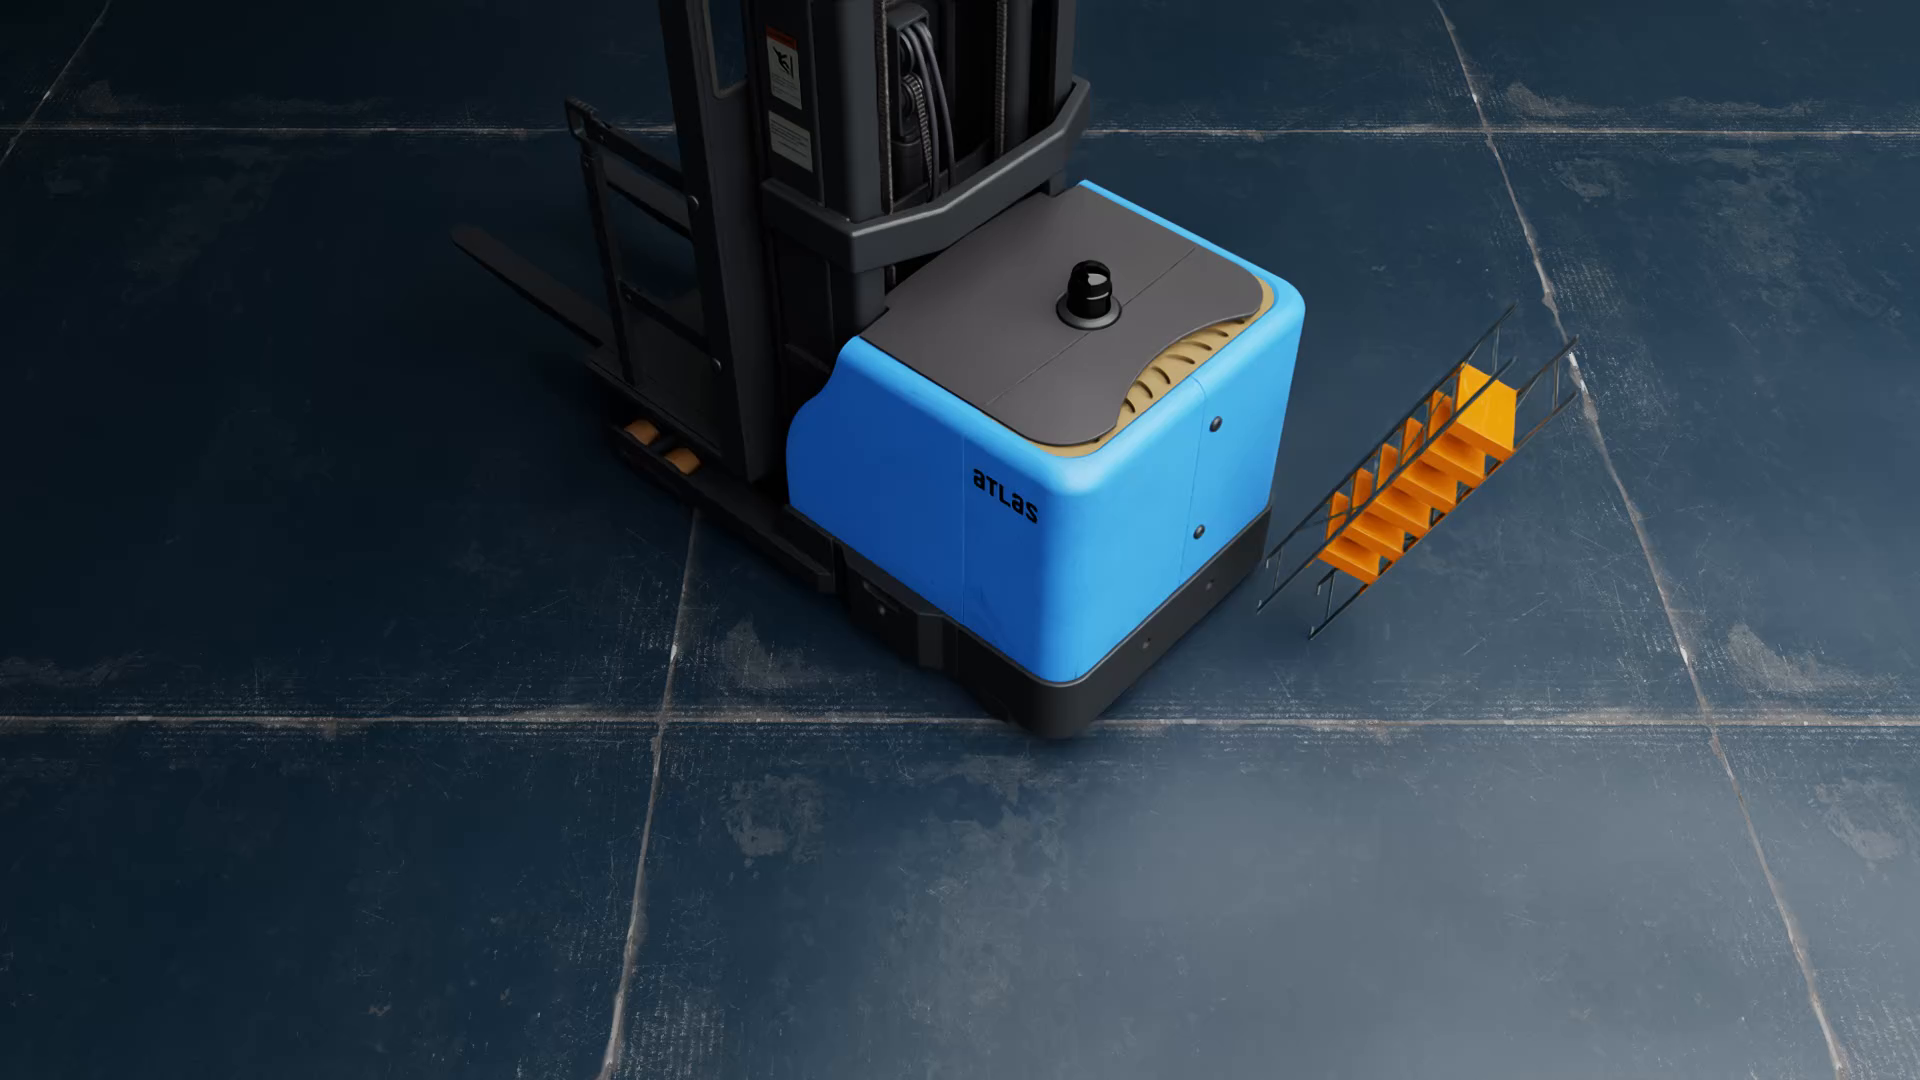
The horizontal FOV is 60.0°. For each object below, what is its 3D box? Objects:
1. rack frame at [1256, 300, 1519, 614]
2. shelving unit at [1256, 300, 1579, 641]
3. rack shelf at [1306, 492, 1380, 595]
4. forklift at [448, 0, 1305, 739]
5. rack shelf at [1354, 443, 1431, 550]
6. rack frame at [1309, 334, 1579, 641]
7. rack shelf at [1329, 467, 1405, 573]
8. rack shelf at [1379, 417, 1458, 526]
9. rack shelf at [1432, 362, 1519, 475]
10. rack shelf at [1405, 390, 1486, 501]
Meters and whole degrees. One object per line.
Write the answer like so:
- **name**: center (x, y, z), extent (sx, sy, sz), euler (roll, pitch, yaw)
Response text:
- **rack frame**: center (1.148, -0.193, 4.575), extent (0.006, 1.200, 0.240), euler (27, 48, -8)
- **shelving unit**: center (1.229, -0.152, 4.587), extent (0.189, 1.200, 0.258), euler (27, 48, -8)
- **rack shelf**: center (1.118, 0.003, 4.798), extent (0.180, 0.103, 0.258), euler (27, 48, -8)
- **forklift**: center (-0.495, -1.390, 4.541), extent (3.031, 2.935, 1.130), euler (34, 55, 27)
- **rack shelf**: center (1.211, -0.128, 4.620), extent (0.180, 0.103, 0.258), euler (27, 48, -8)
- **rack frame**: center (1.309, -0.111, 4.599), extent (0.006, 1.200, 0.240), euler (27, 48, -8)
- **rack shelf**: center (1.164, -0.062, 4.709), extent (0.180, 0.103, 0.258), euler (27, 48, -8)
- **rack shelf**: center (1.258, -0.193, 4.531), extent (0.180, 0.103, 0.258), euler (27, 48, -8)
- **rack shelf**: center (1.352, -0.325, 4.353), extent (0.180, 0.103, 0.258), euler (27, 48, -8)
- **rack shelf**: center (1.305, -0.259, 4.442), extent (0.180, 0.103, 0.258), euler (27, 48, -8)
